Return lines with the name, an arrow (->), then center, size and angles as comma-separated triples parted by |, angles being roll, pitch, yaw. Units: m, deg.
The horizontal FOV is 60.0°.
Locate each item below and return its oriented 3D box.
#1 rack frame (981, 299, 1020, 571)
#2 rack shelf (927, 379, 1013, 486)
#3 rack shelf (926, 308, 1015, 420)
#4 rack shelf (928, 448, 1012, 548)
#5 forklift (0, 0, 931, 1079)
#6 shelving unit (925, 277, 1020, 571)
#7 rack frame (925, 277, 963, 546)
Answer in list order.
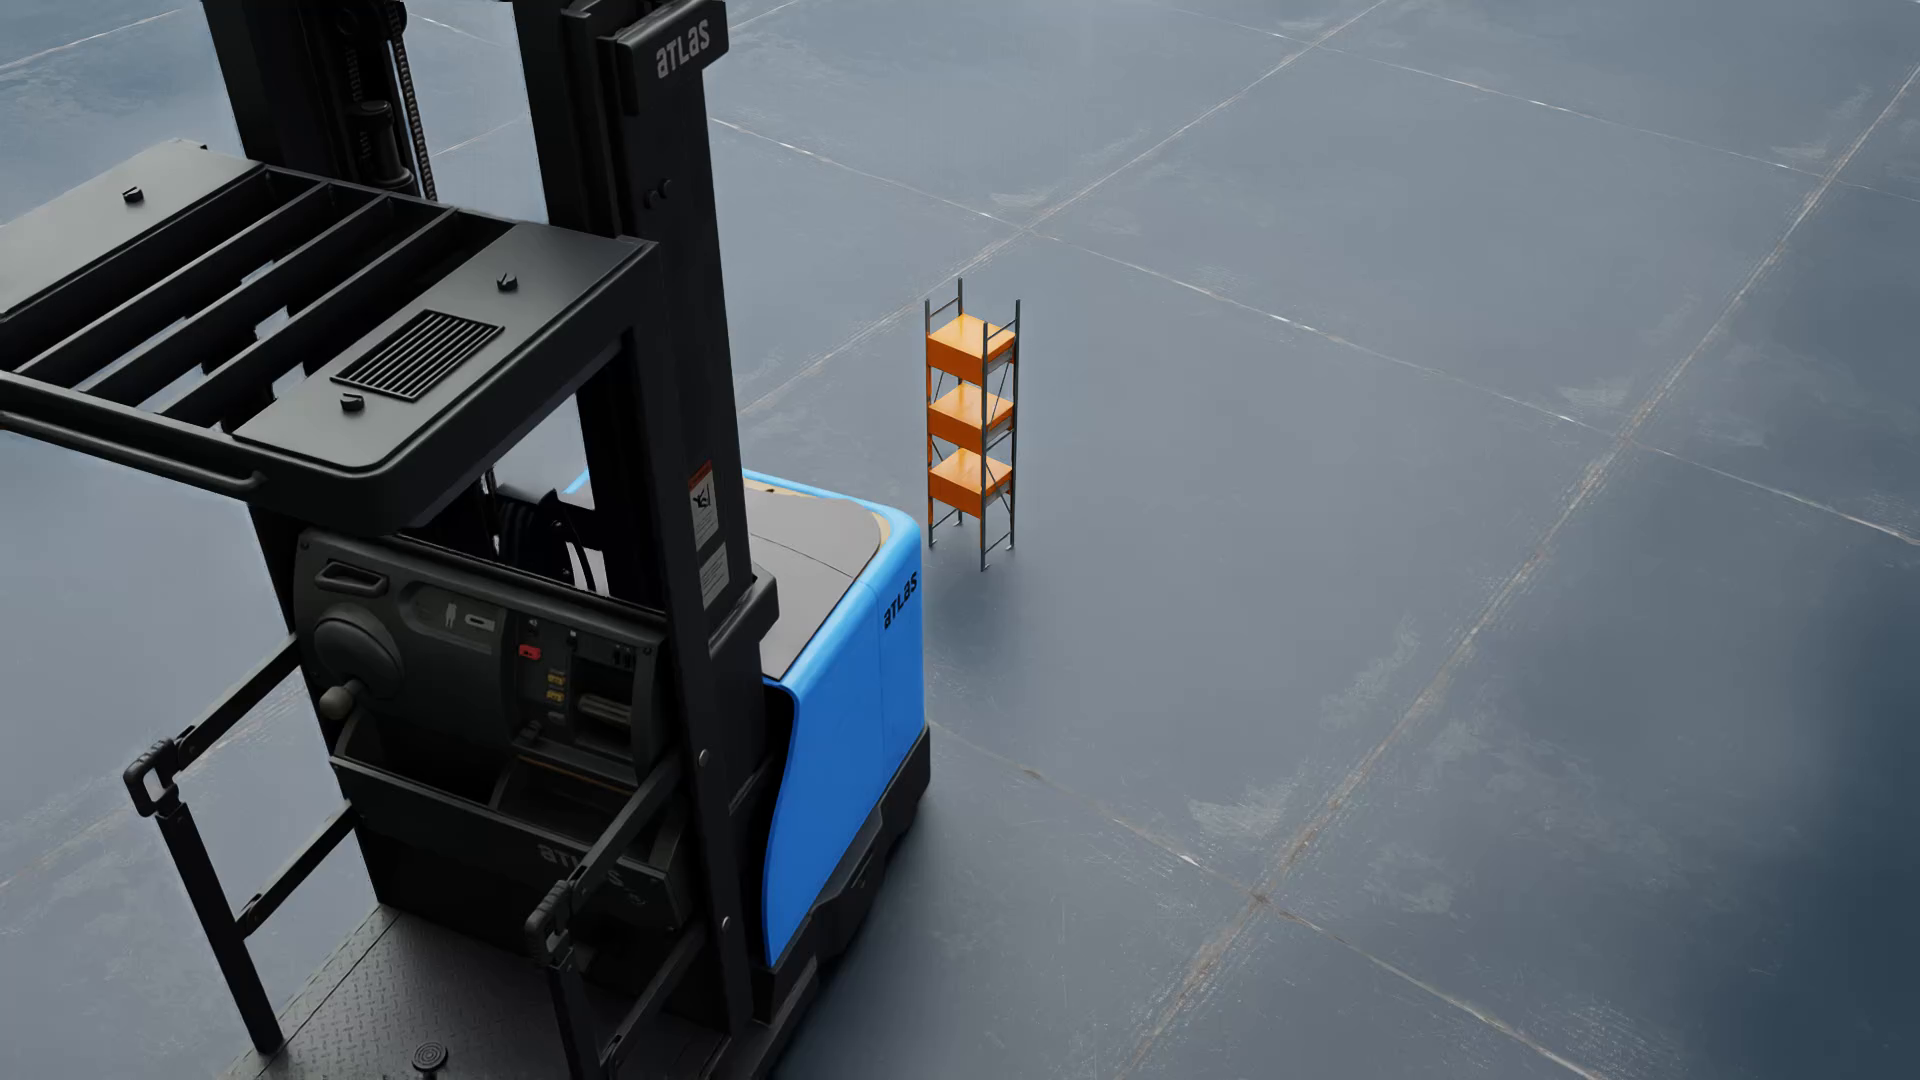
rack frame -> 0.139, -0.348, 5.842 | 0.008, 1.050, 0.200 | 25, 45, 29
rack shelf -> 0.042, -0.385, 5.907 | 0.240, 0.259, 0.215 | 25, 45, 29
rack shelf -> 0.042, -0.608, 5.732 | 0.240, 0.259, 0.215 | 25, 45, 29
rack shelf -> 0.042, -0.166, 6.079 | 0.240, 0.259, 0.215 | 25, 45, 29
forklift -> -1.138, 0.337, 3.442 | 1.130, 2.935, 3.031 | 15, 40, 18
shelving unit -> 0.042, -0.393, 5.901 | 0.252, 1.050, 0.215 | 25, 45, 29
rack frame -> -0.054, -0.439, 5.959 | 0.008, 1.050, 0.200 | 25, 45, 29
